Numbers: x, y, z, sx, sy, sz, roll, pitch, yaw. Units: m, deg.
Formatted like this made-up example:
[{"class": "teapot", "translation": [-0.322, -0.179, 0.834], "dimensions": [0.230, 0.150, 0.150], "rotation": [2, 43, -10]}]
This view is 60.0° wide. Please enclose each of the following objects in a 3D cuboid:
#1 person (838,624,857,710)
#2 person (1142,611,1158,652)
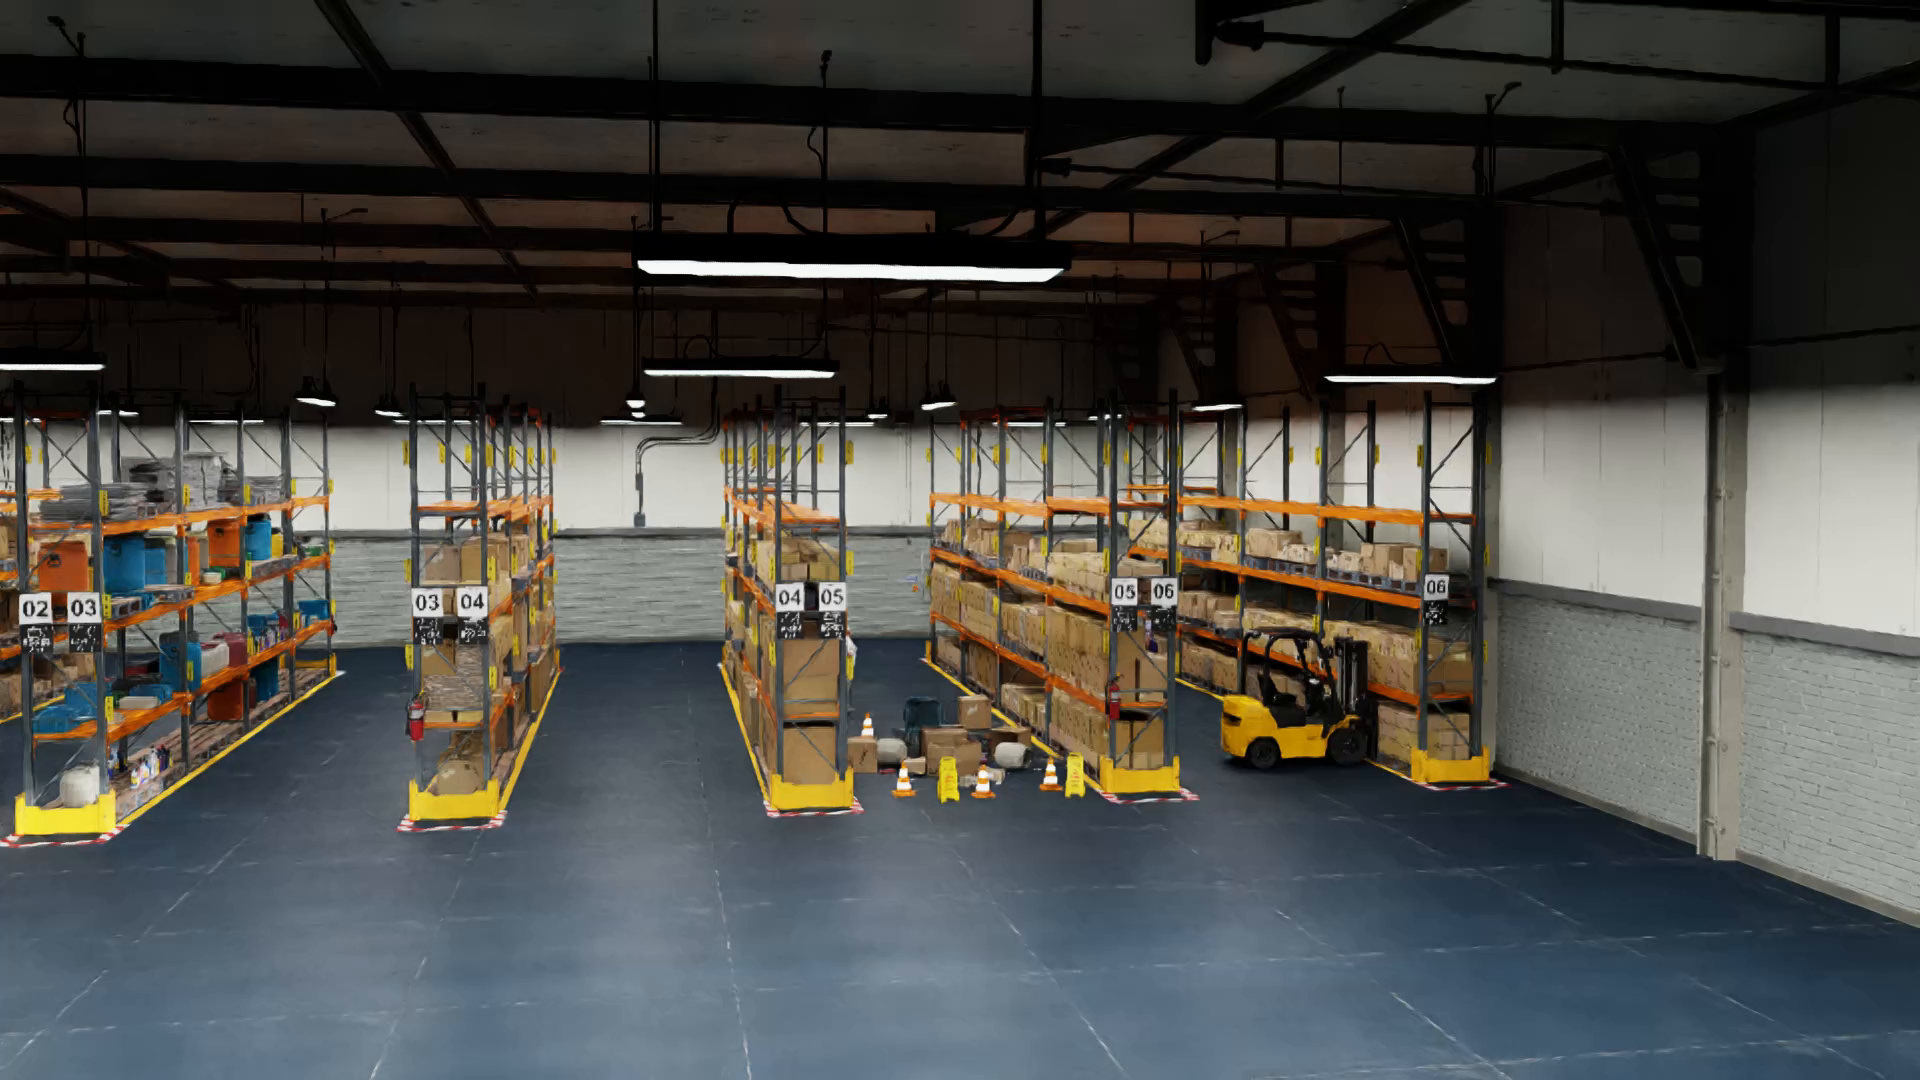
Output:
[{"class": "person", "translation": [-2.248, 2.496, 32.821], "dimensions": [0.411, 1.665, 0.579], "rotation": [-3, 4, -42]}, {"class": "person", "translation": [4.066, 2.346, 36.097], "dimensions": [0.594, 1.635, 0.558], "rotation": [1, 3, 20]}]
